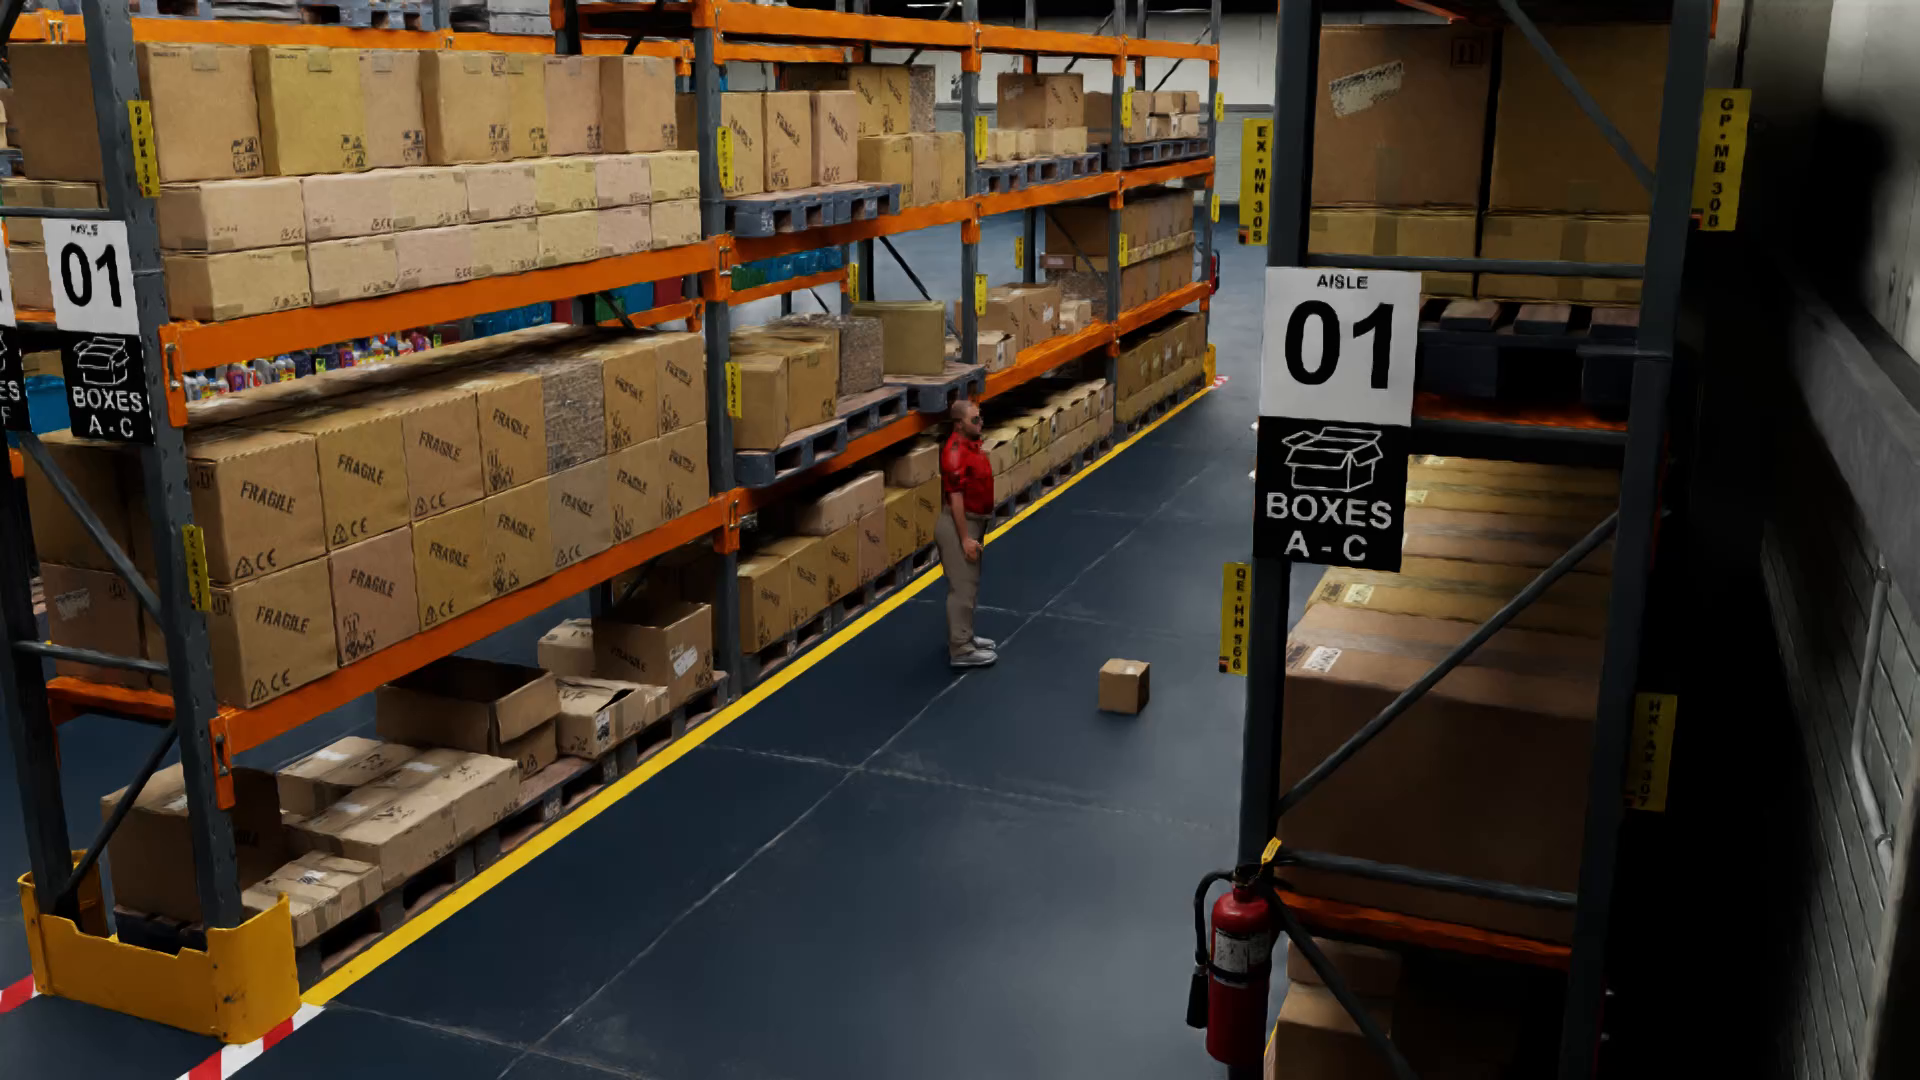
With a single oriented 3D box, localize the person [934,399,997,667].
[{"bbox_3d":[0.053,-0.059,10.722,0.401,1.726,0.546,3,16,11],"label":"person"}]
